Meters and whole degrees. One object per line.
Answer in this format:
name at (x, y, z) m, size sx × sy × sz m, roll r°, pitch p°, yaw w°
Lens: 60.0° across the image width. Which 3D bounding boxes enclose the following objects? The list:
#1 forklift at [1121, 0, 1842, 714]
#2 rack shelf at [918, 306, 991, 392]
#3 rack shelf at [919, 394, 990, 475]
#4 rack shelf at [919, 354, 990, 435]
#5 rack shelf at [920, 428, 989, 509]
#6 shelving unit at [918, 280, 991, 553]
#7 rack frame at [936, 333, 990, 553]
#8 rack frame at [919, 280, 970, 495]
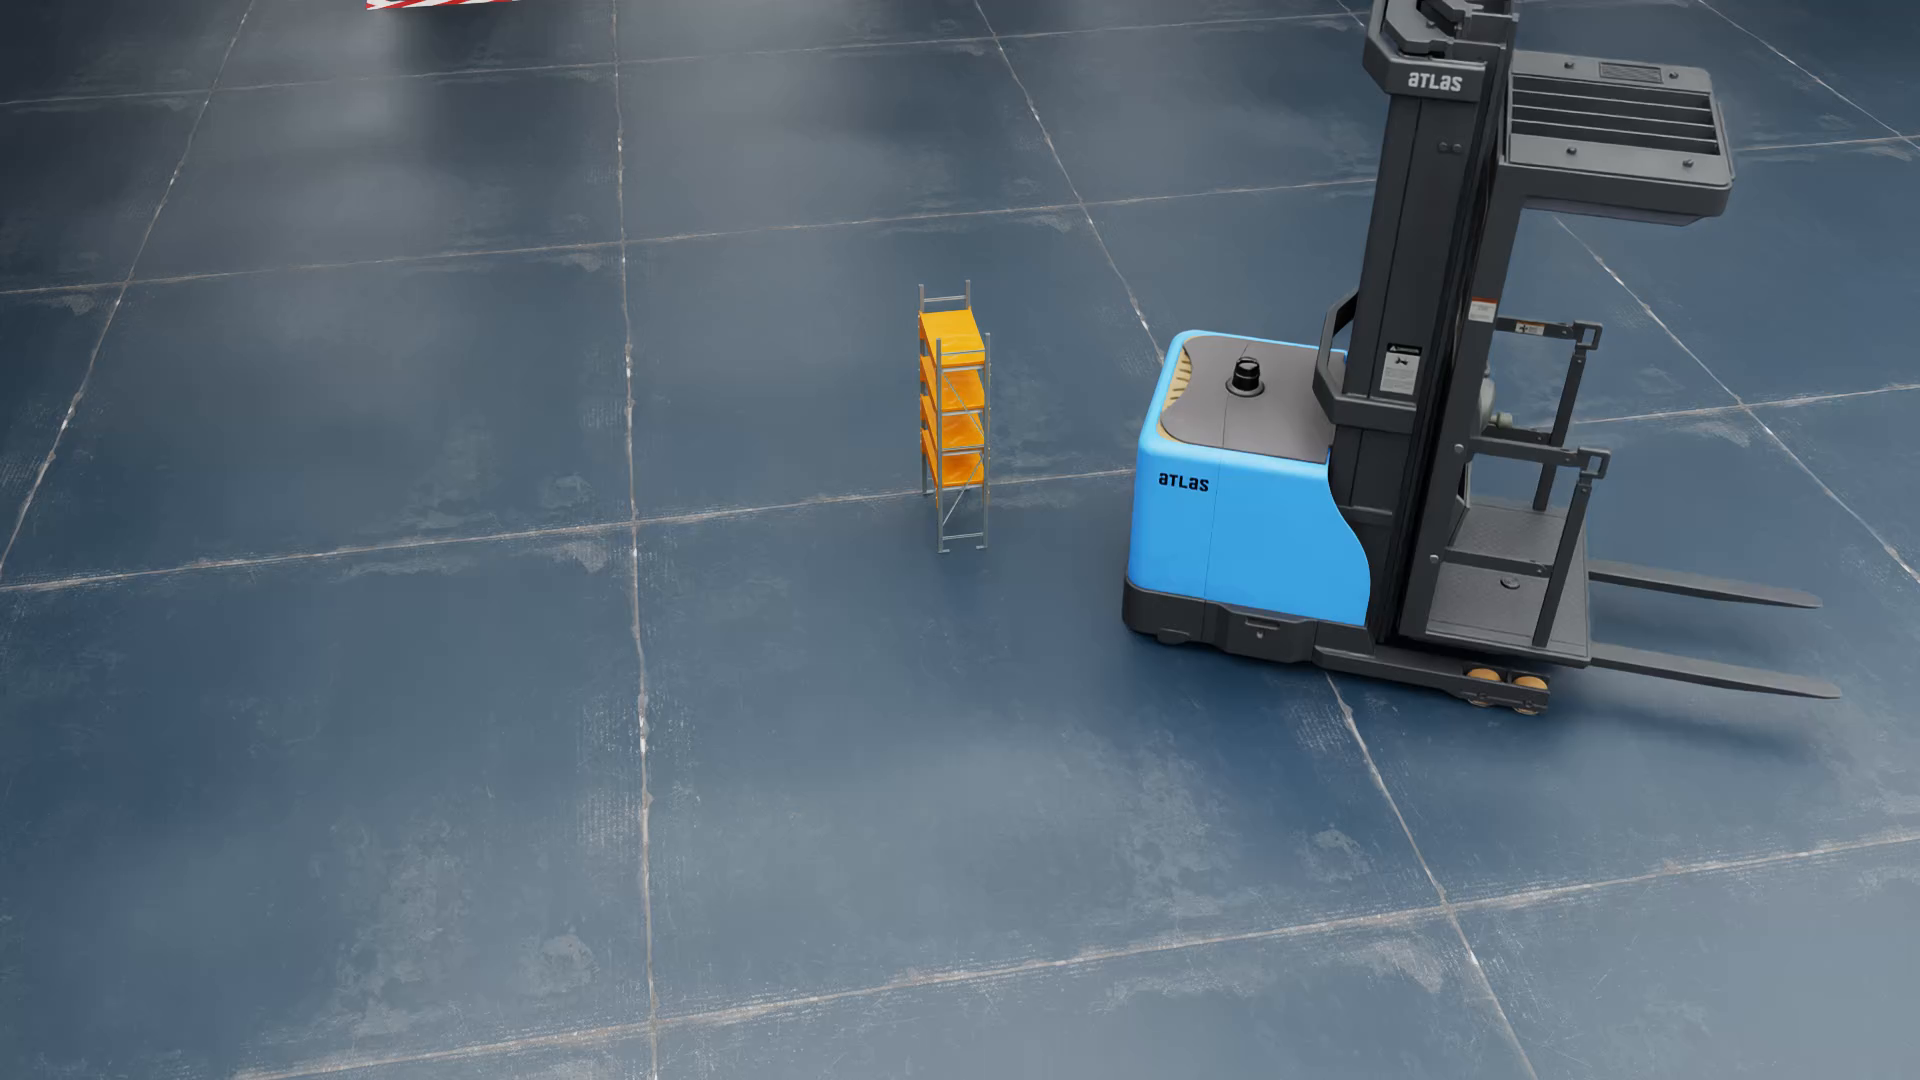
forklift at (2.312, -0.768, 6.750) m, size 3.031 × 2.935 × 1.130 m, roll 10°, pitch 39°, yaw 12°
rack shelf at (-0.029, -0.884, 7.669) m, size 0.258 × 0.148 × 0.480 m, roll -6°, pitch 38°, yaw -8°
rack shelf at (-0.029, -0.521, 7.952) m, size 0.258 × 0.148 × 0.480 m, roll -6°, pitch 38°, yaw -8°
rack shelf at (-0.029, -0.697, 7.815) m, size 0.258 × 0.148 × 0.480 m, roll -6°, pitch 38°, yaw -8°
rack shelf at (-0.029, -0.364, 8.074) m, size 0.258 × 0.148 × 0.480 m, roll -6°, pitch 38°, yaw -8°
shelving unit at (-0.029, -0.574, 7.911) m, size 0.258 × 1.200 × 0.503 m, roll -6°, pitch 38°, yaw -8°
rack frame at (0.014, -0.426, 7.721) m, size 0.240 × 1.200 × 0.015 m, roll -6°, pitch 38°, yaw -8°
rack frame at (-0.072, -0.721, 8.100) m, size 0.240 × 1.200 × 0.015 m, roll -6°, pitch 38°, yaw -8°
